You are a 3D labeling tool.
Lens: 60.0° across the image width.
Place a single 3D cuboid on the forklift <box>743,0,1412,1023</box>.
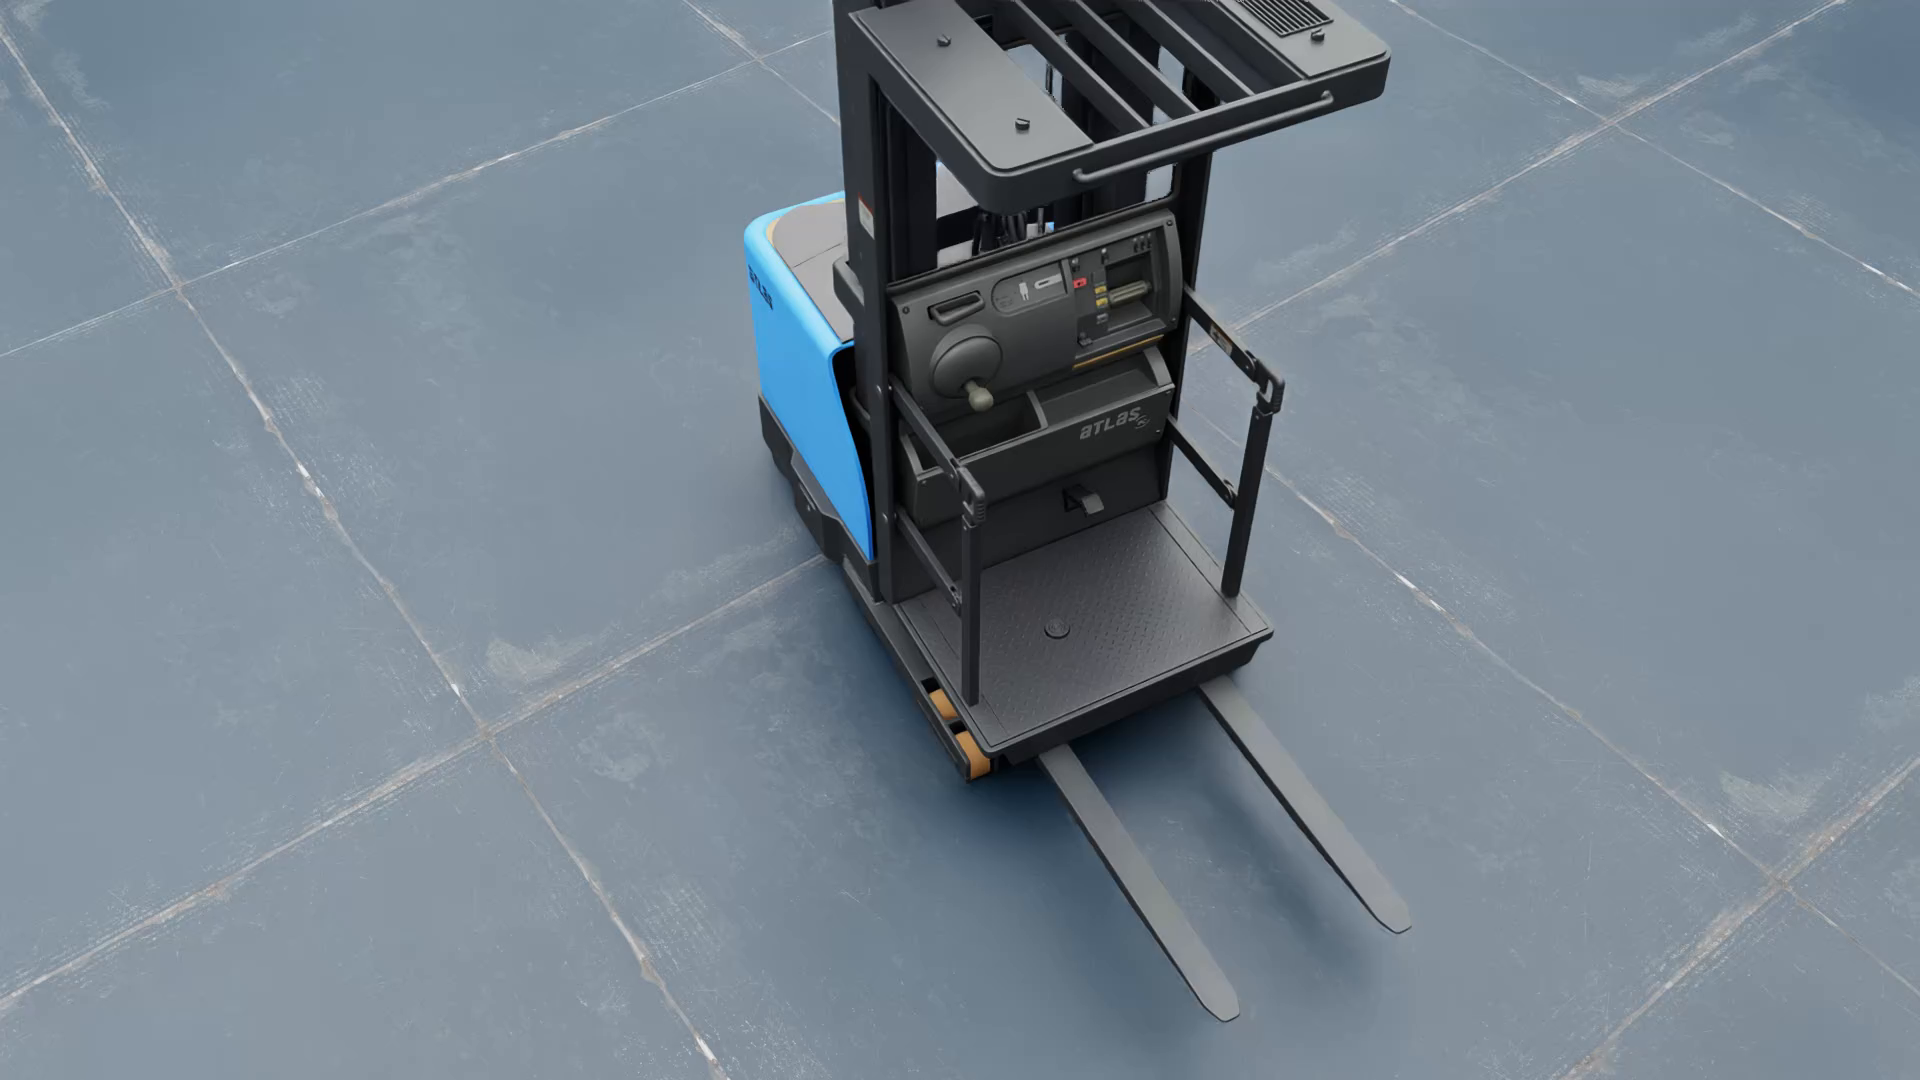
[{"bbox_3d":[0.348,-0.577,4.794,1.130,2.935,3.031,-21,51,-18],"label":"forklift"}]
